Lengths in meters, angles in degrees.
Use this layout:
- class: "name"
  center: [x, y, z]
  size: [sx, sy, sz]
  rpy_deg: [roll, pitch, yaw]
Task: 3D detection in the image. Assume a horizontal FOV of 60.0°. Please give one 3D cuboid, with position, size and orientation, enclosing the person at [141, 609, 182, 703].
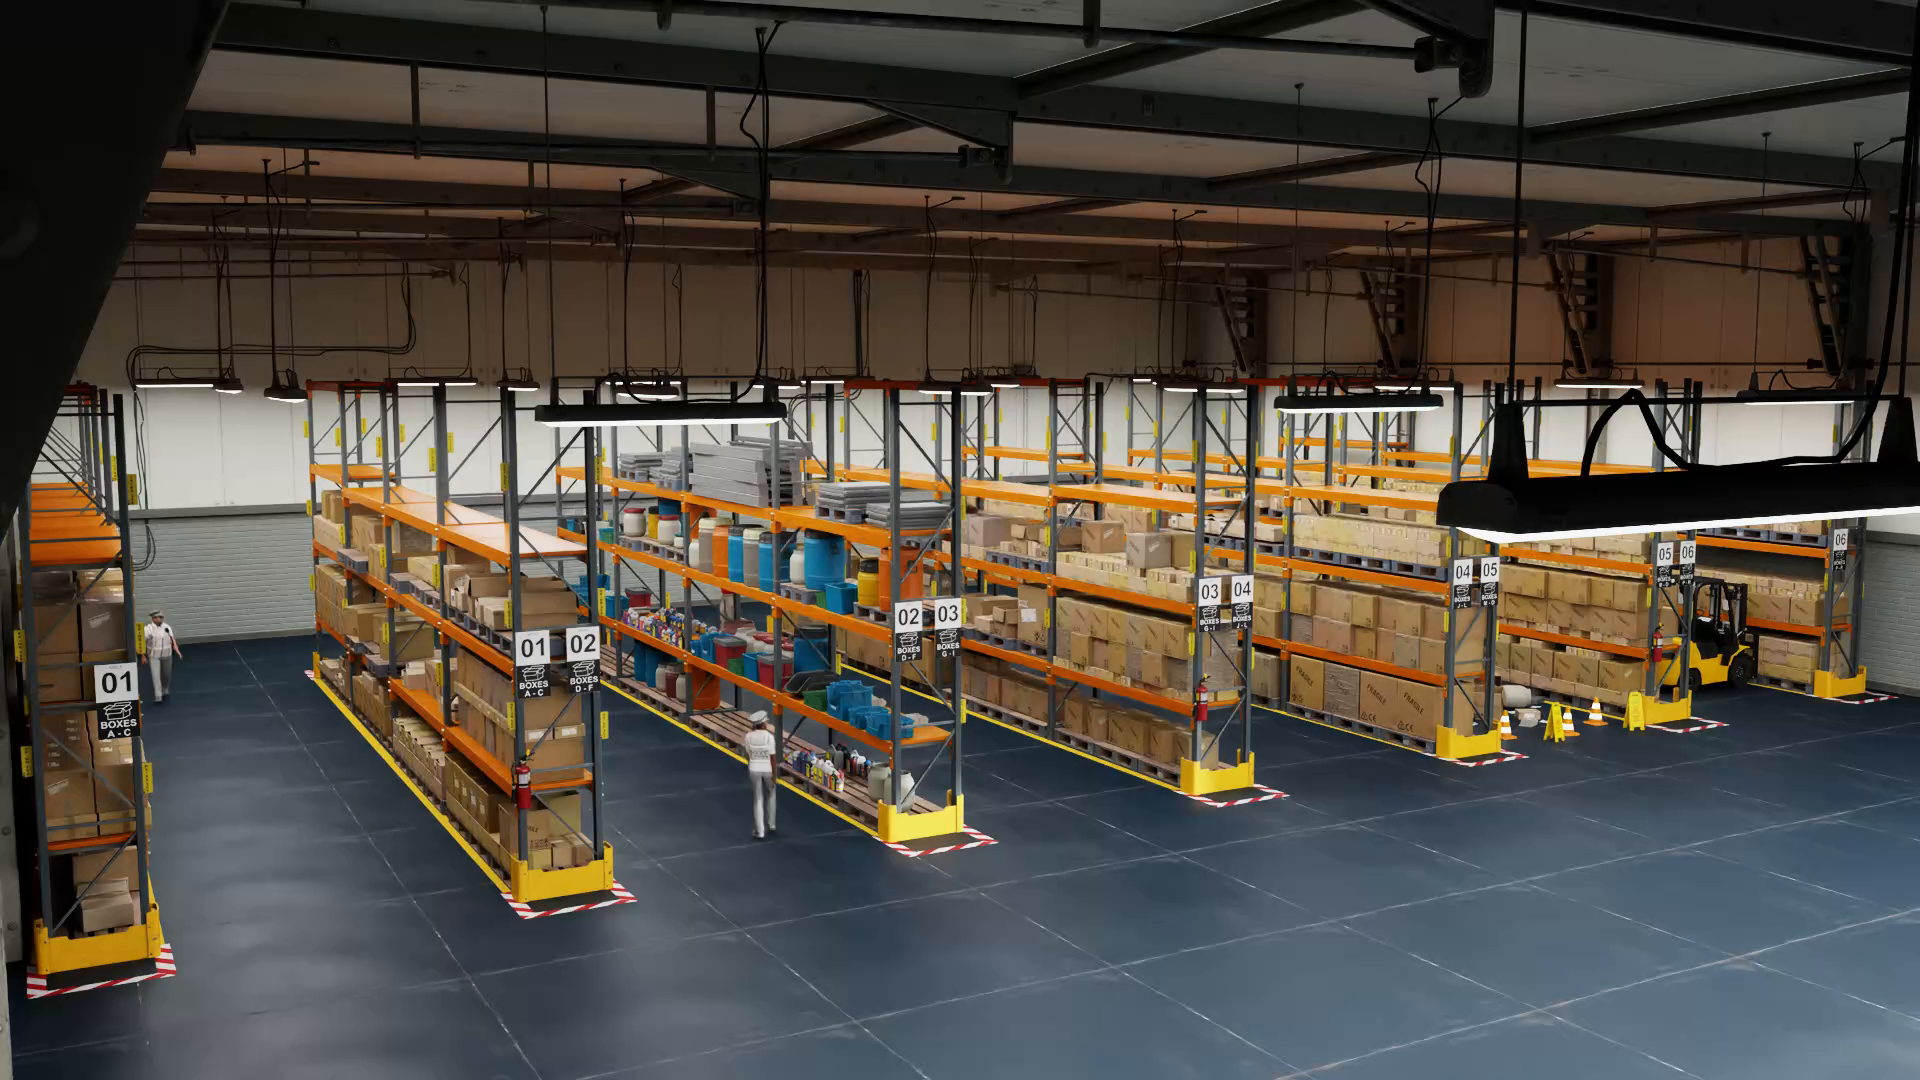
- class: "person"
  center: [-14.983, 2.147, 31.181]
  size: [0.691, 1.717, 1.048]
  rpy_deg: [-4, 7, -30]

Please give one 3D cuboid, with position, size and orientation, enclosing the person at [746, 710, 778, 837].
- class: "person"
  center: [-2.660, 3.151, 22.321]
  size: [0.421, 1.756, 0.622]
  rpy_deg: [-1, 6, -6]

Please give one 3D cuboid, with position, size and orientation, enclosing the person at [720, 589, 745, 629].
- class: "person"
  center: [-5.329, 1.372, 38.685]
  size: [0.756, 1.702, 0.571]
  rpy_deg: [-3, 7, -30]
